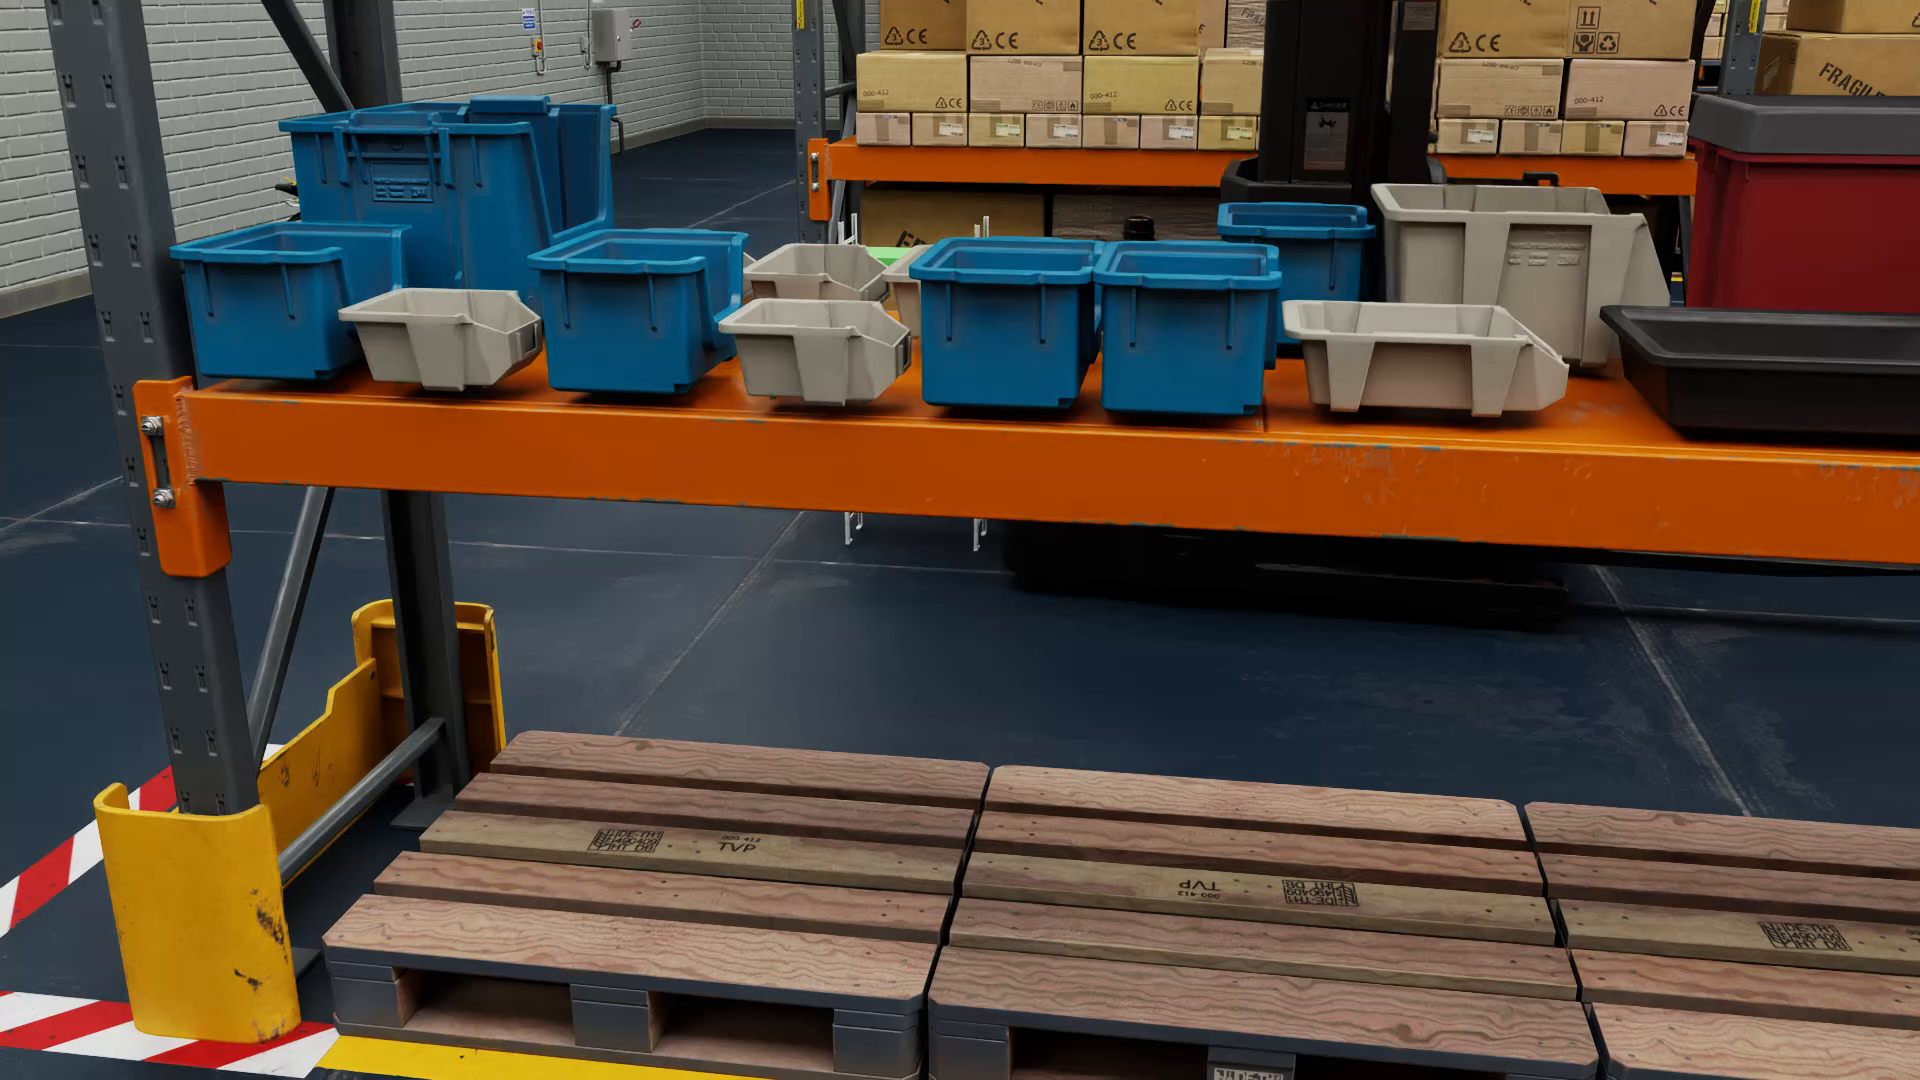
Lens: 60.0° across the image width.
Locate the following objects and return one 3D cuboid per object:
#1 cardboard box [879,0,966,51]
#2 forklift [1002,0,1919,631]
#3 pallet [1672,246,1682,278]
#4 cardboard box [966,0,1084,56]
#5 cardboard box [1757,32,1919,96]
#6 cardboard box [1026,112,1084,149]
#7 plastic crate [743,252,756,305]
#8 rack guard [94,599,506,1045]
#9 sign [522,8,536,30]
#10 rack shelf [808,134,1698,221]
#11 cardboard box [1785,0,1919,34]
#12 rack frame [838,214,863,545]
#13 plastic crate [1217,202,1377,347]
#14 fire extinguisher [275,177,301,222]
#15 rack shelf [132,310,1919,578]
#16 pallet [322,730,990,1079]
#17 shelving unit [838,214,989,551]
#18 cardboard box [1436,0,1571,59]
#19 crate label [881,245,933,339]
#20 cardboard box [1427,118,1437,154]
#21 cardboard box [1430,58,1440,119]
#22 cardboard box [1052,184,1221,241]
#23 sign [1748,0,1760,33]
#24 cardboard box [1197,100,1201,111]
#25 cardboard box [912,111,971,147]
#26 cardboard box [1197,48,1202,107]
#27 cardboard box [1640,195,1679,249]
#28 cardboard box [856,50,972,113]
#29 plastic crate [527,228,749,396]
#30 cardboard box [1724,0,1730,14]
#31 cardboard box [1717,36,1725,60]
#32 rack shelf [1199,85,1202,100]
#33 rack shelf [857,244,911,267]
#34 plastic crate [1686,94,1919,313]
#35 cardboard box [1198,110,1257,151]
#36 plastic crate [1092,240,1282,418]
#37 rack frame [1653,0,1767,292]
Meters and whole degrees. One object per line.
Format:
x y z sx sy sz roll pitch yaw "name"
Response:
-0.094 -2.646 8.069 0.500 0.500 0.500 3 19 9 "cardboard box"
1.717 -1.277 5.501 3.031 2.935 1.130 4 19 11 "forklift"
4.988 -2.149 12.393 1.213 0.211 1.003 3 19 9 "pallet"
0.308 -2.454 7.496 0.500 0.500 0.500 2 19 7 "cardboard box"
3.747 -1.907 7.118 0.500 0.500 0.500 3 19 9 "cardboard box"
0.445 -1.884 7.603 0.250 0.149 0.380 3 19 8 "cardboard box"
-0.569 -0.530 3.480 0.243 0.136 0.396 3 19 9 "plastic crate"
-1.428 0.577 3.789 0.348 0.500 1.175 3 19 9 "rack guard"
-4.684 -5.660 18.065 0.001 0.218 0.327 3 19 9 "sign"
1.358 -1.721 7.852 4.000 0.370 1.077 3 19 9 "rack shelf"
3.964 -2.455 7.174 0.637 0.503 0.797 2 19 7 "cardboard box"
-0.404 -0.590 6.174 0.015 1.200 0.240 3 19 9 "rack frame"
0.666 -0.537 3.349 0.300 0.233 0.416 3 19 9 "plastic crate"
-1.479 -0.547 3.921 0.183 0.674 0.296 3 19 9 "fire extinguisher"
0.572 -0.169 3.215 4.000 0.370 1.077 3 19 9 "rack shelf"
-0.594 0.765 3.683 1.213 0.211 1.003 3 19 9 "pallet"
-0.163 -0.577 6.138 0.503 1.200 0.258 3 19 9 "shelving unit"
2.342 -2.353 7.193 0.500 0.500 0.500 3 19 9 "cardboard box"
-0.006 -0.504 3.404 0.243 0.136 0.396 3 19 9 "crate label"
1.963 -1.806 7.371 0.250 0.149 0.380 3 19 10 "cardboard box"
1.840 -2.022 7.387 0.500 0.250 0.500 3 19 10 "cardboard box"
0.926 -1.301 8.151 0.875 0.875 0.875 3 19 9 "cardboard box"
3.246 -2.235 6.767 0.005 0.325 0.100 3 19 9 "sign"
1.052 -2.065 8.143 0.250 0.149 0.380 3 19 9 "cardboard box"
-0.065 -1.910 7.679 0.250 0.149 0.380 3 19 8 "cardboard box"
0.907 -2.240 8.038 0.500 0.250 0.500 2 19 7 "cardboard box"
4.906 -2.403 12.037 0.500 0.500 0.500 4 19 11 "cardboard box"
-0.186 -2.124 7.690 0.500 0.250 0.500 2 19 7 "cardboard box"
-0.561 -0.411 2.974 0.300 0.233 0.416 3 19 9 "plastic crate"
5.310 -3.669 11.338 0.250 0.149 0.380 3 19 8 "cardboard box"
5.304 -3.387 11.433 0.250 0.149 0.380 3 19 9 "cardboard box"
2.244 -3.269 12.481 4.000 0.370 1.077 3 19 9 "rack shelf"
-0.163 -0.972 6.006 0.480 0.148 0.258 3 19 9 "rack shelf"
1.705 -0.592 3.149 0.583 0.464 0.402 3 19 9 "plastic crate"
1.200 -1.845 7.486 0.250 0.149 0.380 2 19 7 "cardboard box"
0.385 -0.363 2.830 0.300 0.233 0.416 3 19 9 "plastic crate"
3.332 -1.961 7.437 0.127 3.000 1.000 3 19 9 "rack frame"
